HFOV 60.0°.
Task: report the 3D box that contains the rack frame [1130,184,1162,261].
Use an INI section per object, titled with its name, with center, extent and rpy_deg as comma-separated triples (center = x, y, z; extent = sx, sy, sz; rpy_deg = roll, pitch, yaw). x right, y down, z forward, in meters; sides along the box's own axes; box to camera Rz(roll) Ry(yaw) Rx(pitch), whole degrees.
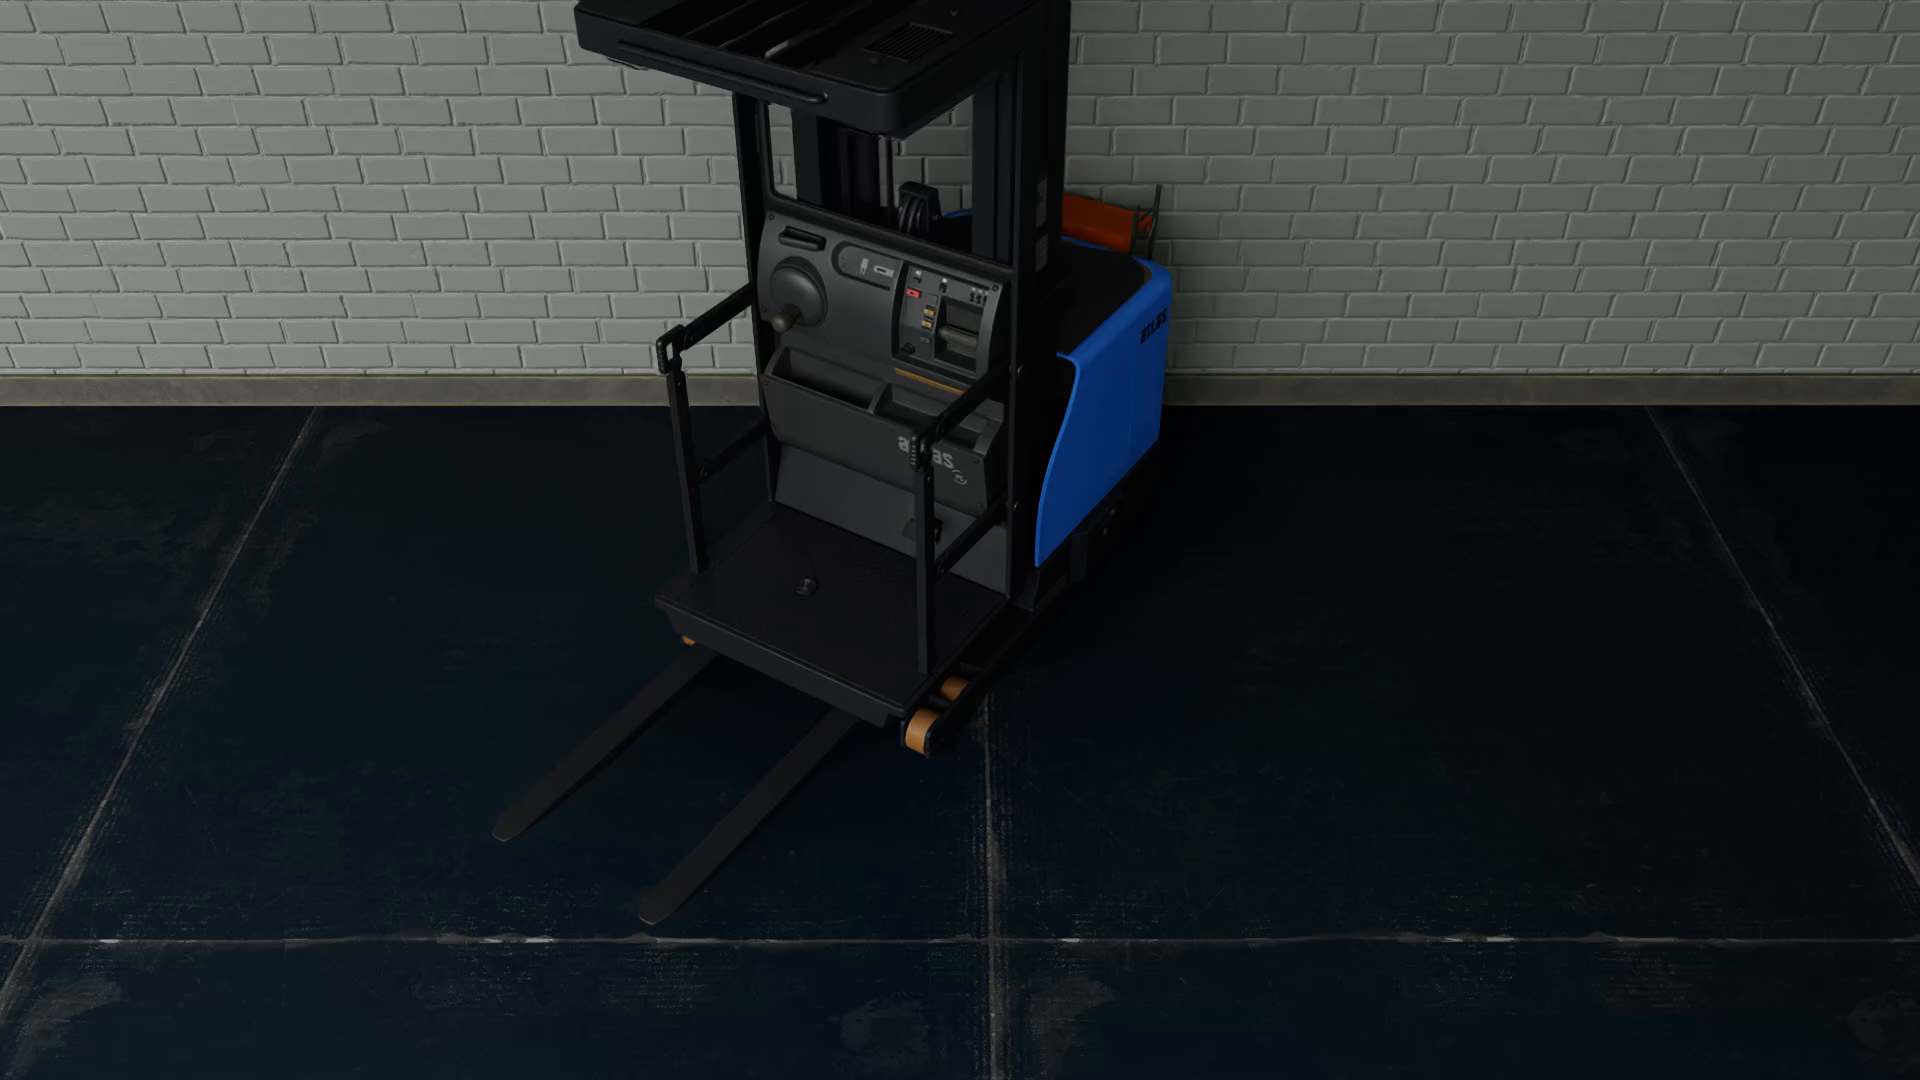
[rack frame]
center = 0.709, -0.868, 6.864
extent = 0.015, 1.200, 0.240
rpy_deg = 20, 39, 21

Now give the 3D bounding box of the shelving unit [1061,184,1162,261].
[shelving unit]
center = 0.494, -0.945, 6.951
extent = 0.503, 1.200, 0.258
rpy_deg = 20, 39, 21

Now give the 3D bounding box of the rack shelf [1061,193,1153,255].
[rack shelf]
center = 0.513, -1.261, 6.719
extent = 0.480, 0.148, 0.258
rpy_deg = 20, 39, 21

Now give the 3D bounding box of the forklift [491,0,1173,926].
[forklift]
center = -0.387, -0.731, 5.318
extent = 1.130, 2.935, 3.031
rpy_deg = 22, 44, 25
